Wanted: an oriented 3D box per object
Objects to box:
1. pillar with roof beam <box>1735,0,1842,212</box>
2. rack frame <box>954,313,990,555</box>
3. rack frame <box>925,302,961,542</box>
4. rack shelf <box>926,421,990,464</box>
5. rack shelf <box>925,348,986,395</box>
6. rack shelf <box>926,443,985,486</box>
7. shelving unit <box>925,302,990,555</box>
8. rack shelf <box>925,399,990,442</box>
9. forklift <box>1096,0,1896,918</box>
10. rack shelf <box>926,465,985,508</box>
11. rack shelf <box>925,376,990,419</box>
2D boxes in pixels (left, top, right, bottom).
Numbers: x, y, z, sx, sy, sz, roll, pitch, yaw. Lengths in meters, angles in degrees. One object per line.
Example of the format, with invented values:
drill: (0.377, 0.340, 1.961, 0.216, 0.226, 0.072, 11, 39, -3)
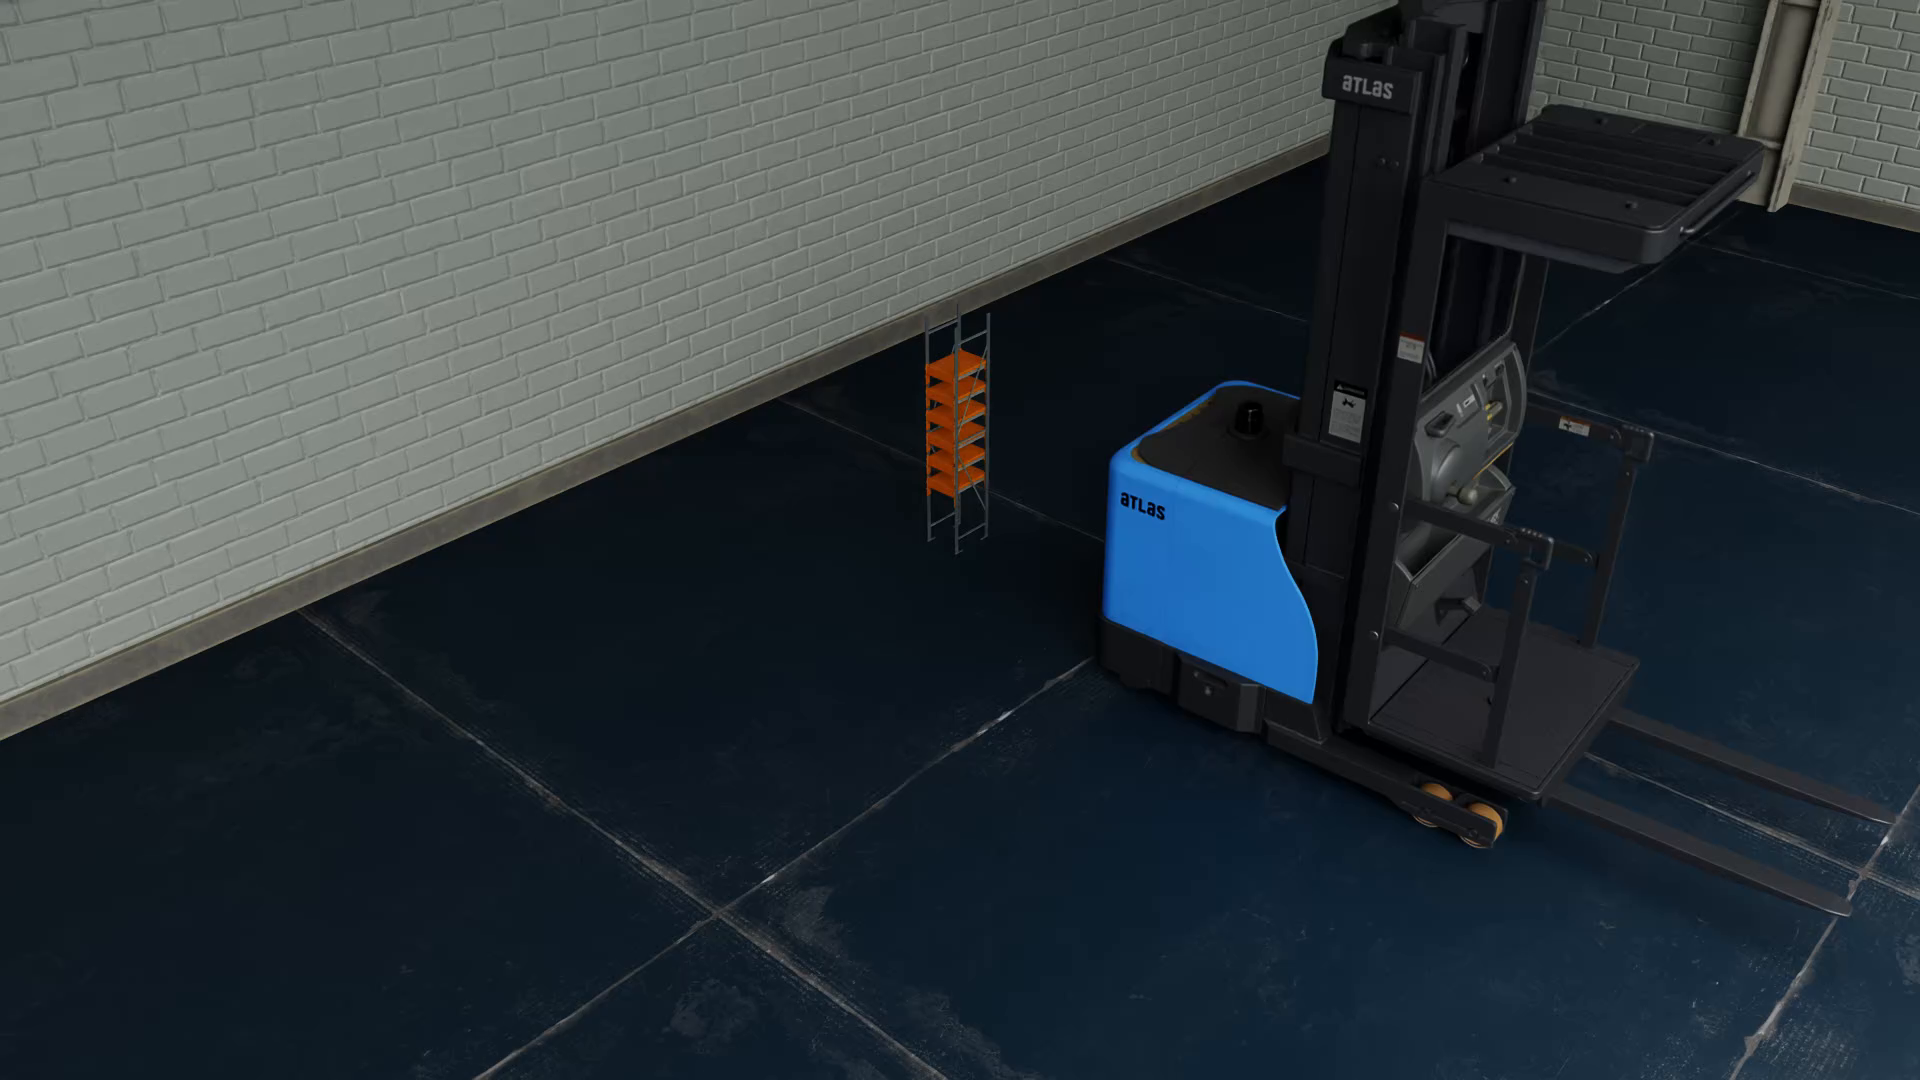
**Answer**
pillar with roof beam: (3.070, -4.752, 7.418, 0.400, 9.000, 9.100, 25, 39, 35)
rack frame: (0.057, -0.487, 7.896, 0.006, 1.200, 0.240, 25, 39, 35)
rack frame: (-0.079, -0.551, 8.001, 0.006, 1.200, 0.240, 25, 39, 35)
rack shelf: (-0.011, -0.481, 7.972, 0.180, 0.103, 0.258, 25, 39, 35)
rack shelf: (-0.011, -0.789, 7.786, 0.180, 0.103, 0.258, 25, 39, 35)
rack shelf: (-0.011, -0.378, 8.034, 0.180, 0.103, 0.258, 25, 39, 35)
shelving unit: (-0.011, -0.519, 7.949, 0.189, 1.200, 0.258, 25, 39, 35)
rack shelf: (-0.011, -0.584, 7.910, 0.180, 0.103, 0.258, 25, 39, 35)
forklift: (2.060, -0.398, 6.069, 3.031, 2.935, 1.130, 22, 38, 32)
rack shelf: (-0.011, -0.275, 8.096, 0.180, 0.103, 0.258, 25, 39, 35)
rack shelf: (-0.011, -0.687, 7.848, 0.180, 0.103, 0.258, 25, 39, 35)
